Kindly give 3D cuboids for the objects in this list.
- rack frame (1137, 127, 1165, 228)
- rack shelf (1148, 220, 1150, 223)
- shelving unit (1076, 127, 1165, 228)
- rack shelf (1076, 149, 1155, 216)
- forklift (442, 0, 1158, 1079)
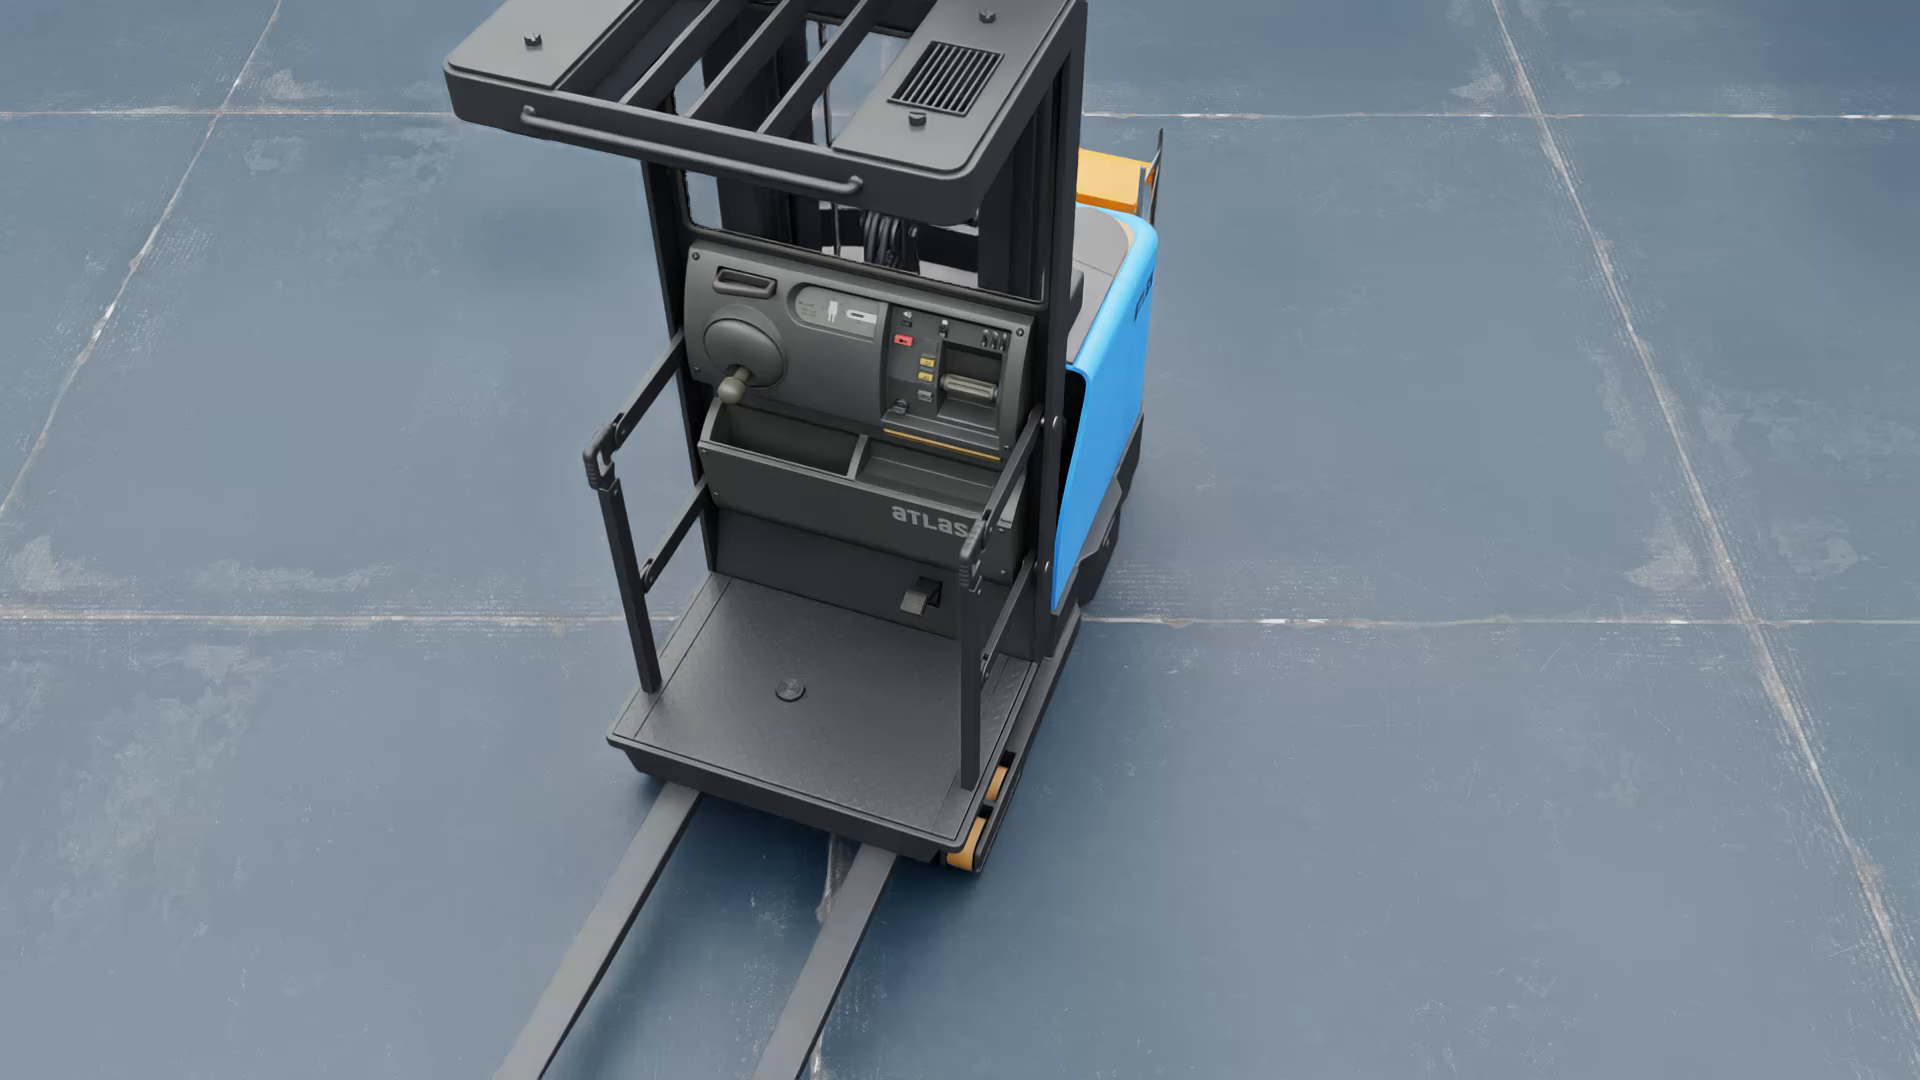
[{"bbox_3d":[0.611,-0.836,5.708,0.015,1.200,0.240,15,49,14],"label":"rack frame"},{"bbox_3d":[0.381,-1.004,5.651,0.480,0.148,0.258,15,49,14],"label":"rack shelf"},{"bbox_3d":[0.381,-0.897,5.765,0.503,1.200,0.258,15,49,14],"label":"shelving unit"},{"bbox_3d":[0.381,-1.165,5.478,0.480,0.148,0.258,15,49,14],"label":"rack shelf"},{"bbox_3d":[-0.345,-0.386,4.106,1.130,2.935,3.031,15,49,14],"label":"forklift"}]
